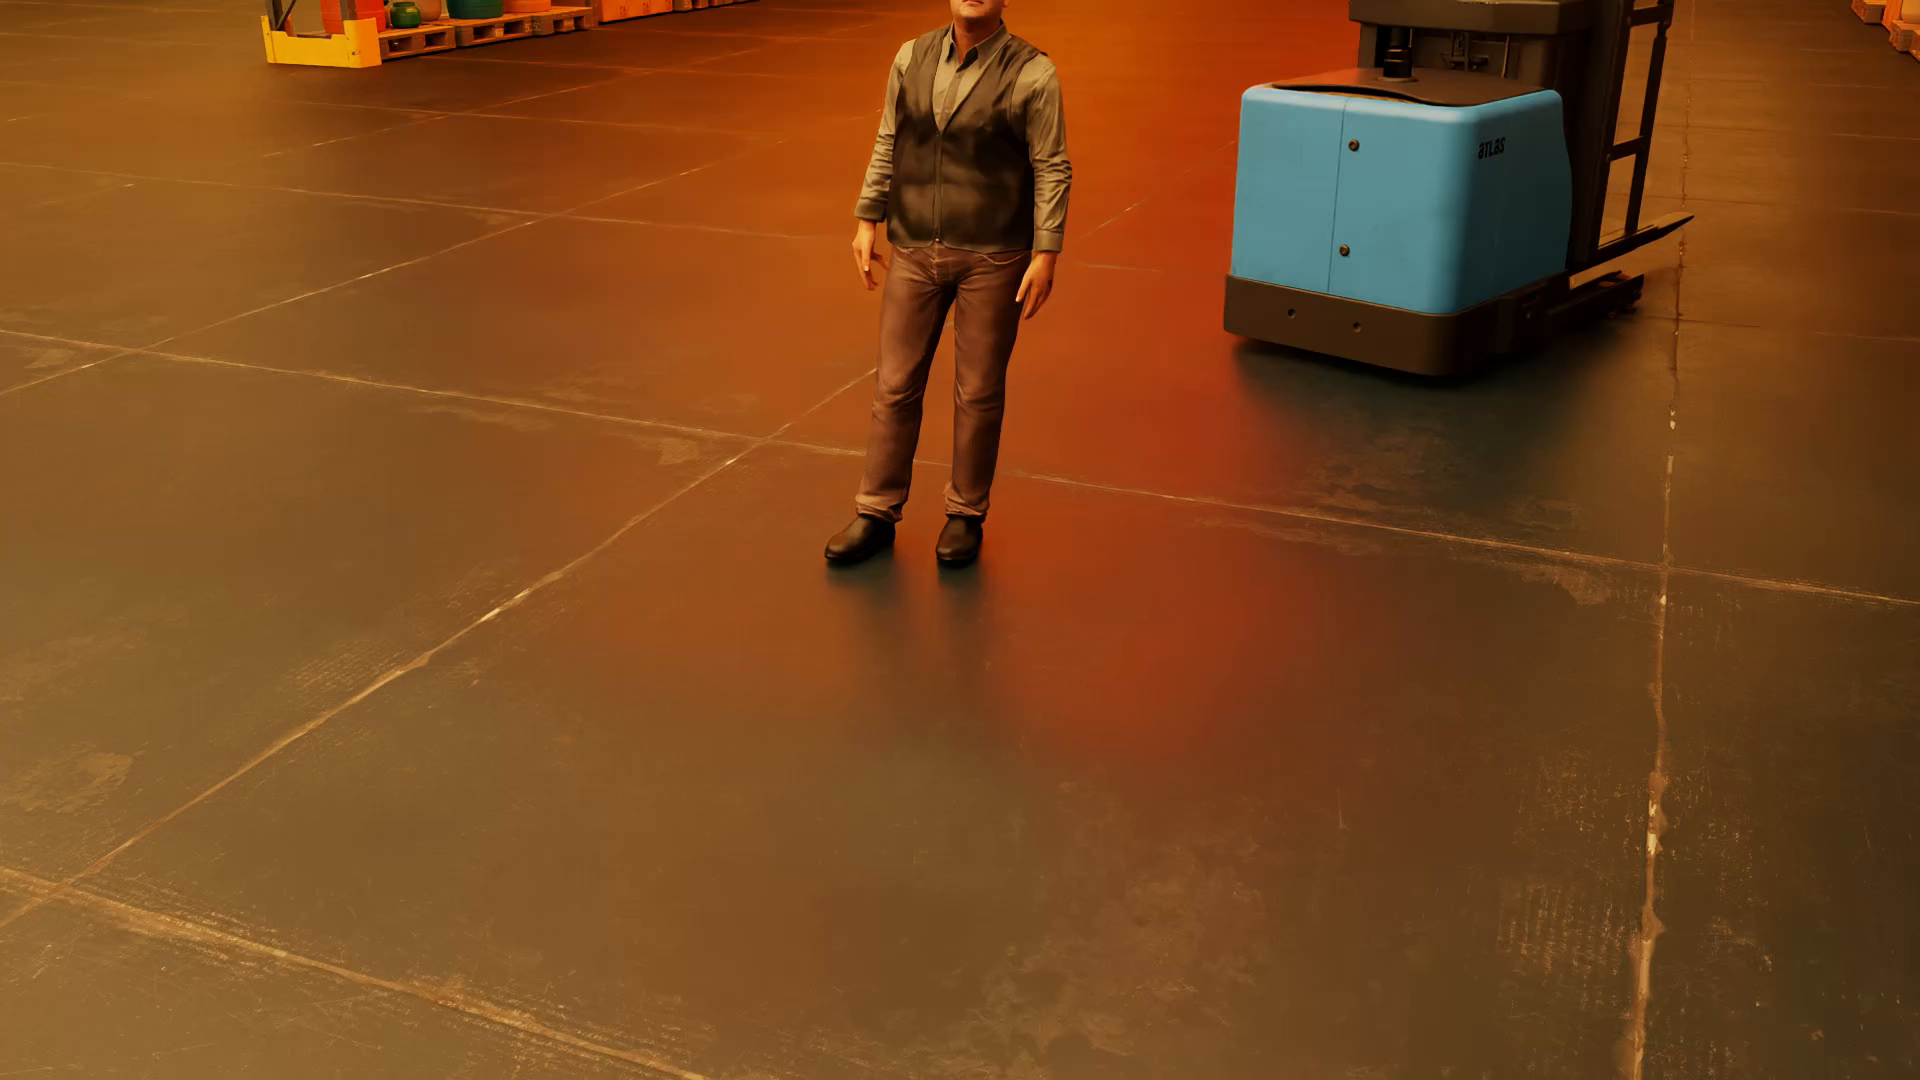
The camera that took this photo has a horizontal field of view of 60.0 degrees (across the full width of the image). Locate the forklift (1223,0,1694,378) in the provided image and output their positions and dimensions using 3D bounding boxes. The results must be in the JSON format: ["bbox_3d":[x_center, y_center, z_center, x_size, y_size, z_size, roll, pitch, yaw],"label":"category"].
[{"bbox_3d":[2.481,-2.468,7.198,1.130,2.935,3.031,19,30,39],"label":"forklift"}]

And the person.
[{"bbox_3d":[-0.031,-0.779,4.707,0.633,1.722,0.566,9,24,21],"label":"person"}]
